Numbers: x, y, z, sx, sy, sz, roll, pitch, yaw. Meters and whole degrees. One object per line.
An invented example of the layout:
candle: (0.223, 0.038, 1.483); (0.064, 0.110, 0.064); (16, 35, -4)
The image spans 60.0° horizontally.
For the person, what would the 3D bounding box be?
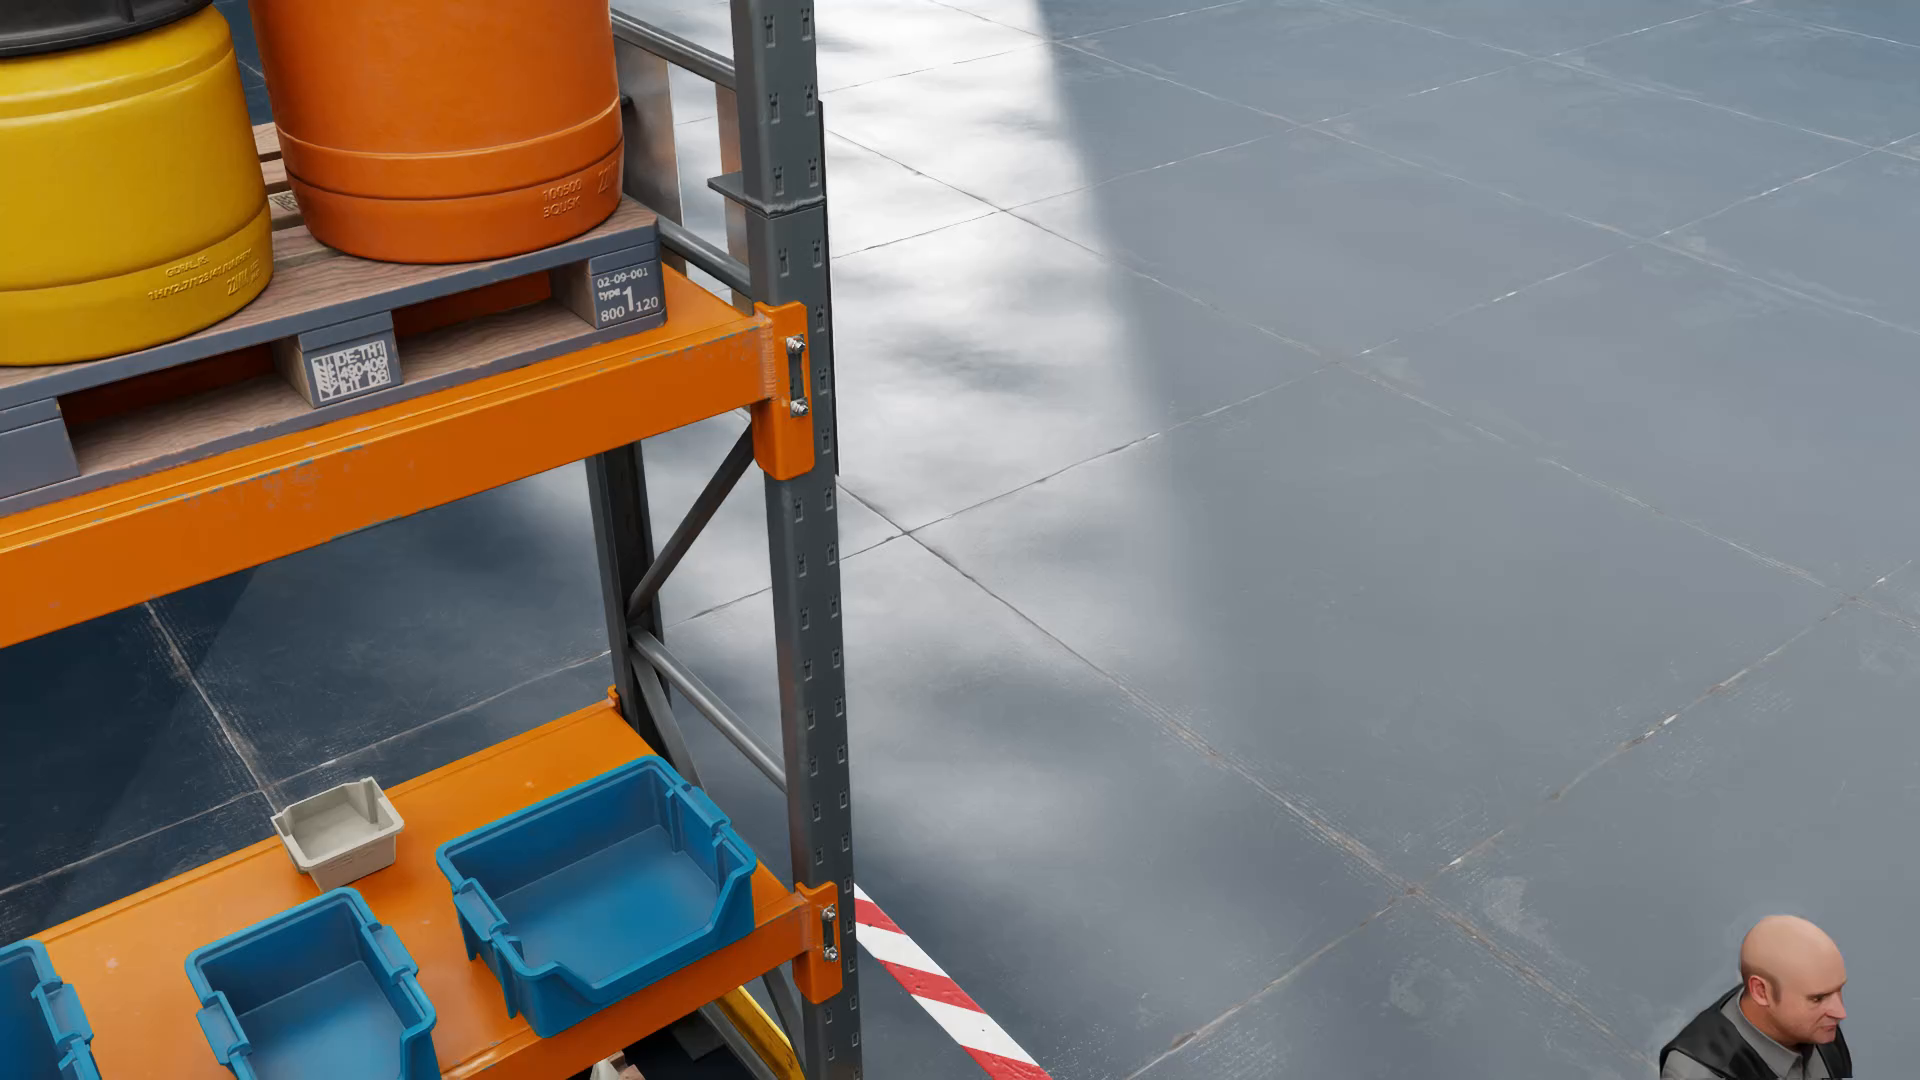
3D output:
person: (1.755, 1.559, 3.668); (0.541, 1.737, 0.801); (-24, 39, -33)
